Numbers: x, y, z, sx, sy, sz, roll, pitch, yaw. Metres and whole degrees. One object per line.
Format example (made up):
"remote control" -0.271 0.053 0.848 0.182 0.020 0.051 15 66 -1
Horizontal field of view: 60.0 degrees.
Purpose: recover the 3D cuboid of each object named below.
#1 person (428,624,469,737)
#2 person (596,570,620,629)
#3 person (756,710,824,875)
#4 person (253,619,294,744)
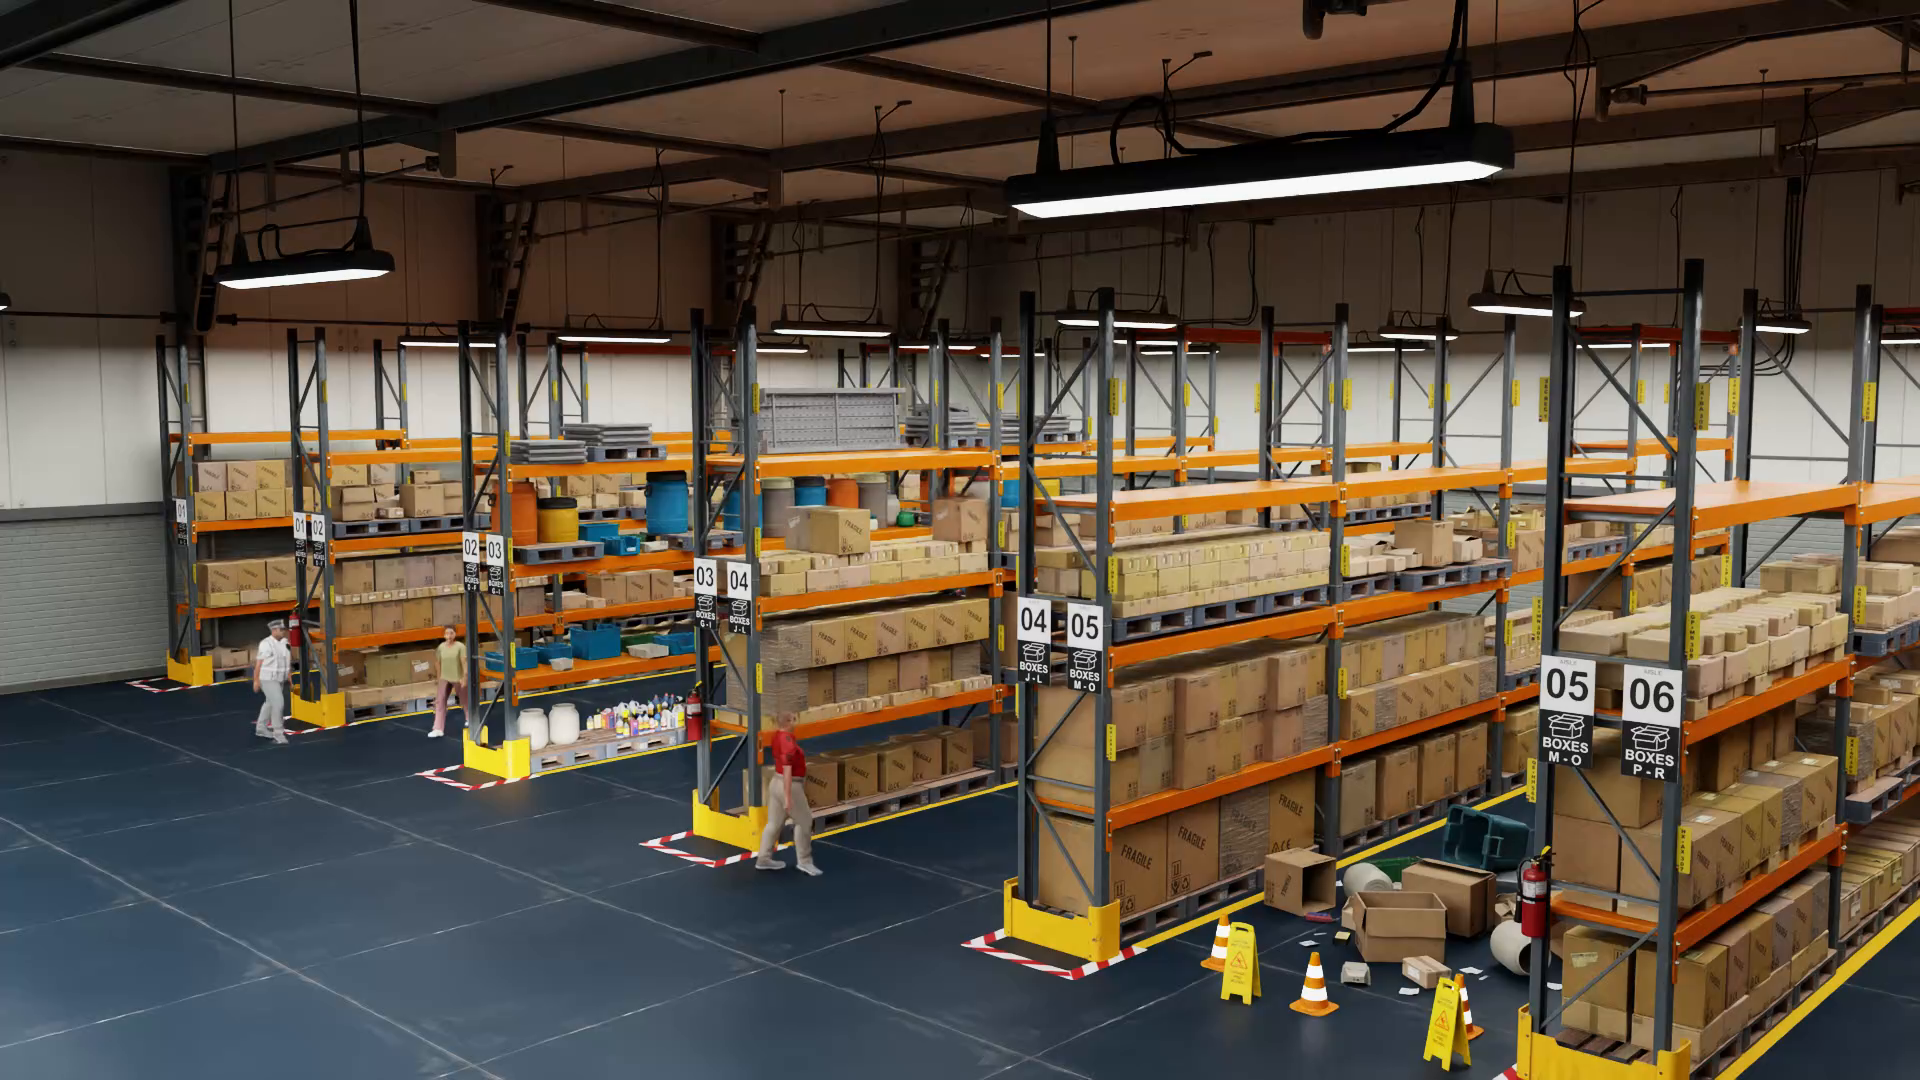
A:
"person" -7.480 2.043 24.486 0.522 1.603 1.106 1 5 9
"person" -6.740 1.385 31.214 1.069 1.661 0.542 -5 7 -43
"person" -1.844 2.677 17.636 0.639 1.756 0.641 -3 6 -27
"person" -9.965 2.043 24.168 0.655 1.808 0.560 1 5 10
